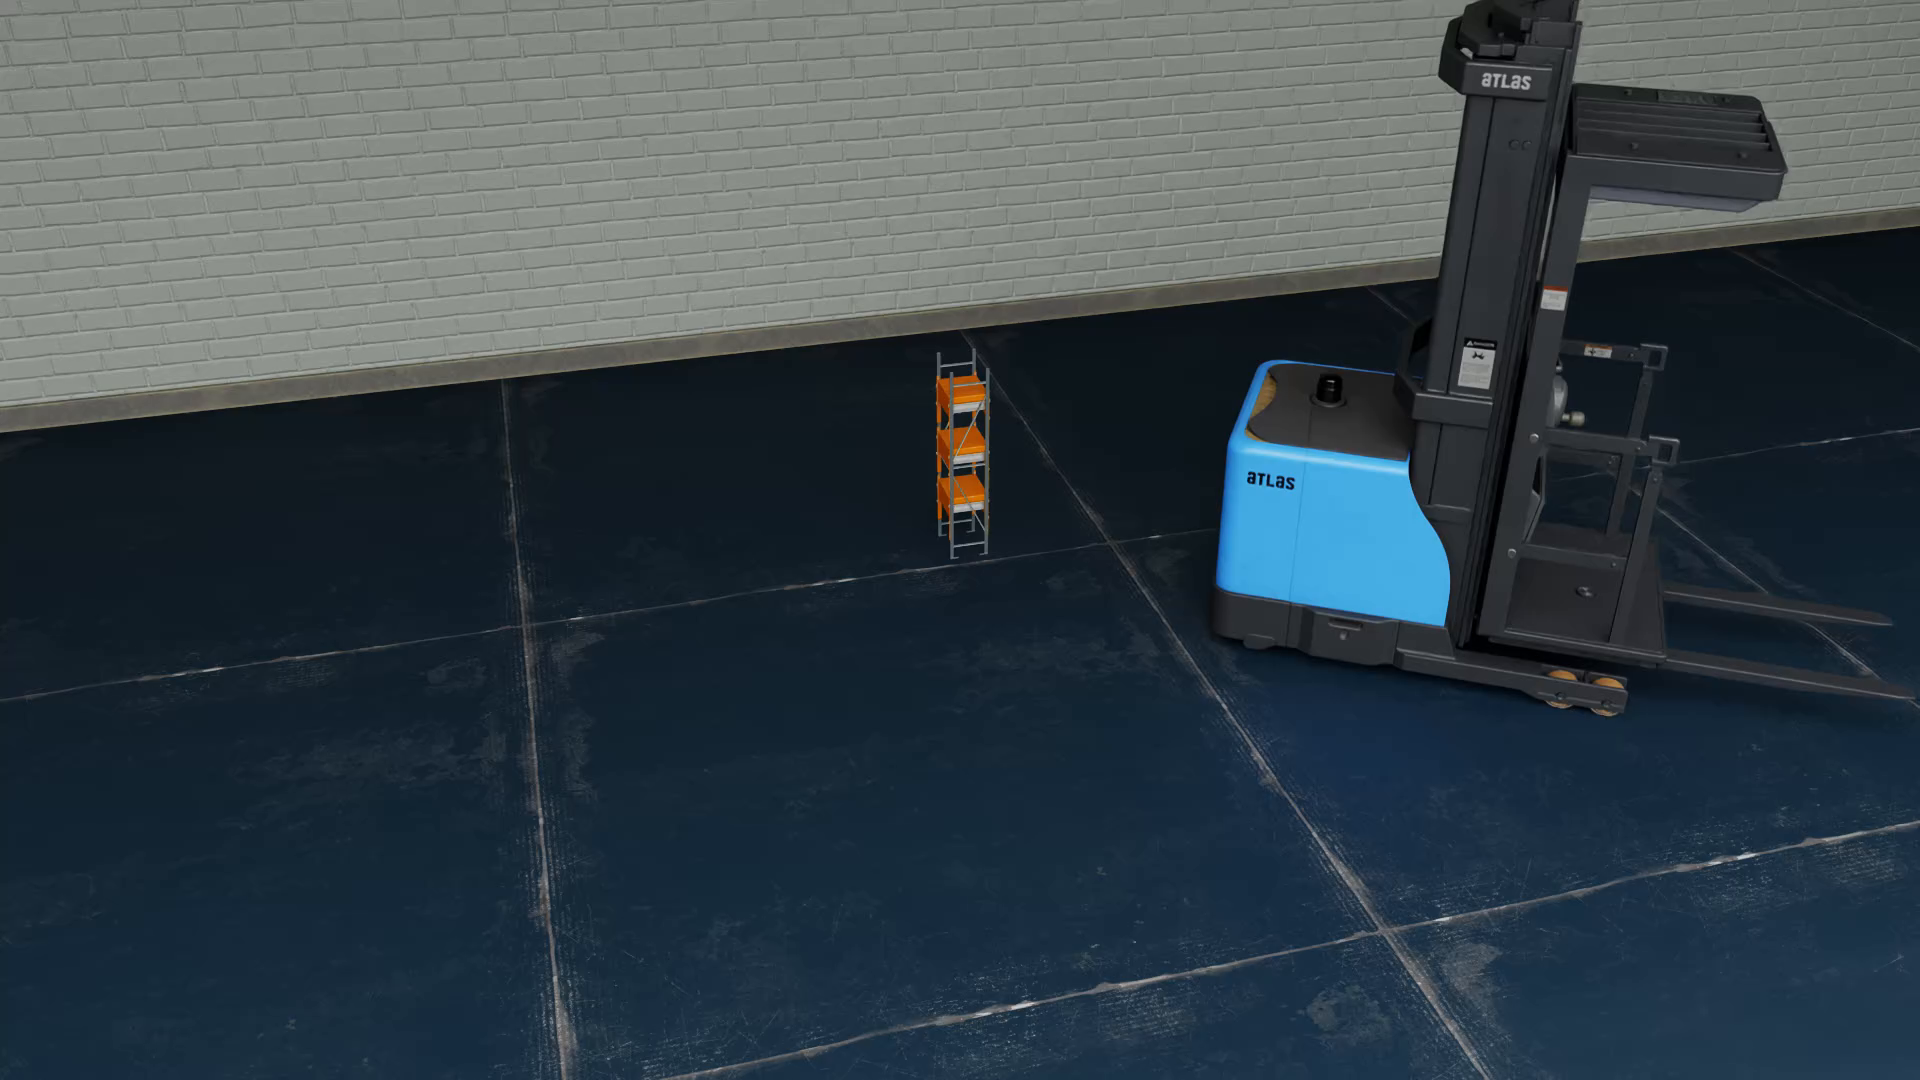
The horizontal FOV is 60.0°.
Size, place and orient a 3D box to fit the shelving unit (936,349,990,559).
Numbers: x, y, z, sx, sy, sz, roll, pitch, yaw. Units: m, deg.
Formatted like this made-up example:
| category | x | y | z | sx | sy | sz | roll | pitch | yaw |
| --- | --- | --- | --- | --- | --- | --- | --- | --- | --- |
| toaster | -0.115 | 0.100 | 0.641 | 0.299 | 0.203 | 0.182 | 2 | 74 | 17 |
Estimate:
| category | x | y | z | sx | sy | sz | roll | pitch | yaw |
| --- | --- | --- | --- | --- | --- | --- | --- | --- | --- |
| shelving unit | 0.014 | -0.429 | 8.442 | 0.215 | 1.050 | 0.252 | -8 | 31 | -13 |

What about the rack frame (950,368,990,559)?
| category | x | y | z | sx | sy | sz | roll | pitch | yaw |
| --- | --- | --- | --- | --- | --- | --- | --- | --- | --- |
| rack frame | 0.047 | -0.370 | 8.341 | 0.200 | 1.050 | 0.008 | -8 | 31 | -13 |

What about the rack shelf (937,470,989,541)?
| category | x | y | z | sx | sy | sz | roll | pitch | yaw |
| --- | --- | --- | --- | --- | --- | --- | --- | --- | --- |
| rack shelf | 0.014 | -0.179 | 8.587 | 0.215 | 0.259 | 0.240 | -8 | 31 | -13 |

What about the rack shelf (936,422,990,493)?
| category | x | y | z | sx | sy | sz | roll | pitch | yaw |
| --- | --- | --- | --- | --- | --- | --- | --- | --- | --- |
| rack shelf | 0.014 | -0.419 | 8.448 | 0.215 | 0.259 | 0.240 | -8 | 31 | -13 |

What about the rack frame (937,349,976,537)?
| category | x | y | z | sx | sy | sz | roll | pitch | yaw |
| --- | --- | --- | --- | --- | --- | --- | --- | --- | --- |
| rack frame | -0.018 | -0.487 | 8.544 | 0.200 | 1.050 | 0.008 | -8 | 31 | -13 |

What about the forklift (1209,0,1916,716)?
| category | x | y | z | sx | sy | sz | roll | pitch | yaw |
| --- | --- | --- | --- | --- | --- | --- | --- | --- | --- |
| forklift | 2.758 | -0.785 | 7.180 | 3.031 | 2.935 | 1.130 | 9 | 31 | 15 |

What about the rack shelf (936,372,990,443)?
| category | x | y | z | sx | sy | sz | roll | pitch | yaw |
| --- | --- | --- | --- | --- | --- | --- | --- | --- | --- |
| rack shelf | 0.014 | -0.665 | 8.306 | 0.215 | 0.259 | 0.240 | -8 | 31 | -13 |
